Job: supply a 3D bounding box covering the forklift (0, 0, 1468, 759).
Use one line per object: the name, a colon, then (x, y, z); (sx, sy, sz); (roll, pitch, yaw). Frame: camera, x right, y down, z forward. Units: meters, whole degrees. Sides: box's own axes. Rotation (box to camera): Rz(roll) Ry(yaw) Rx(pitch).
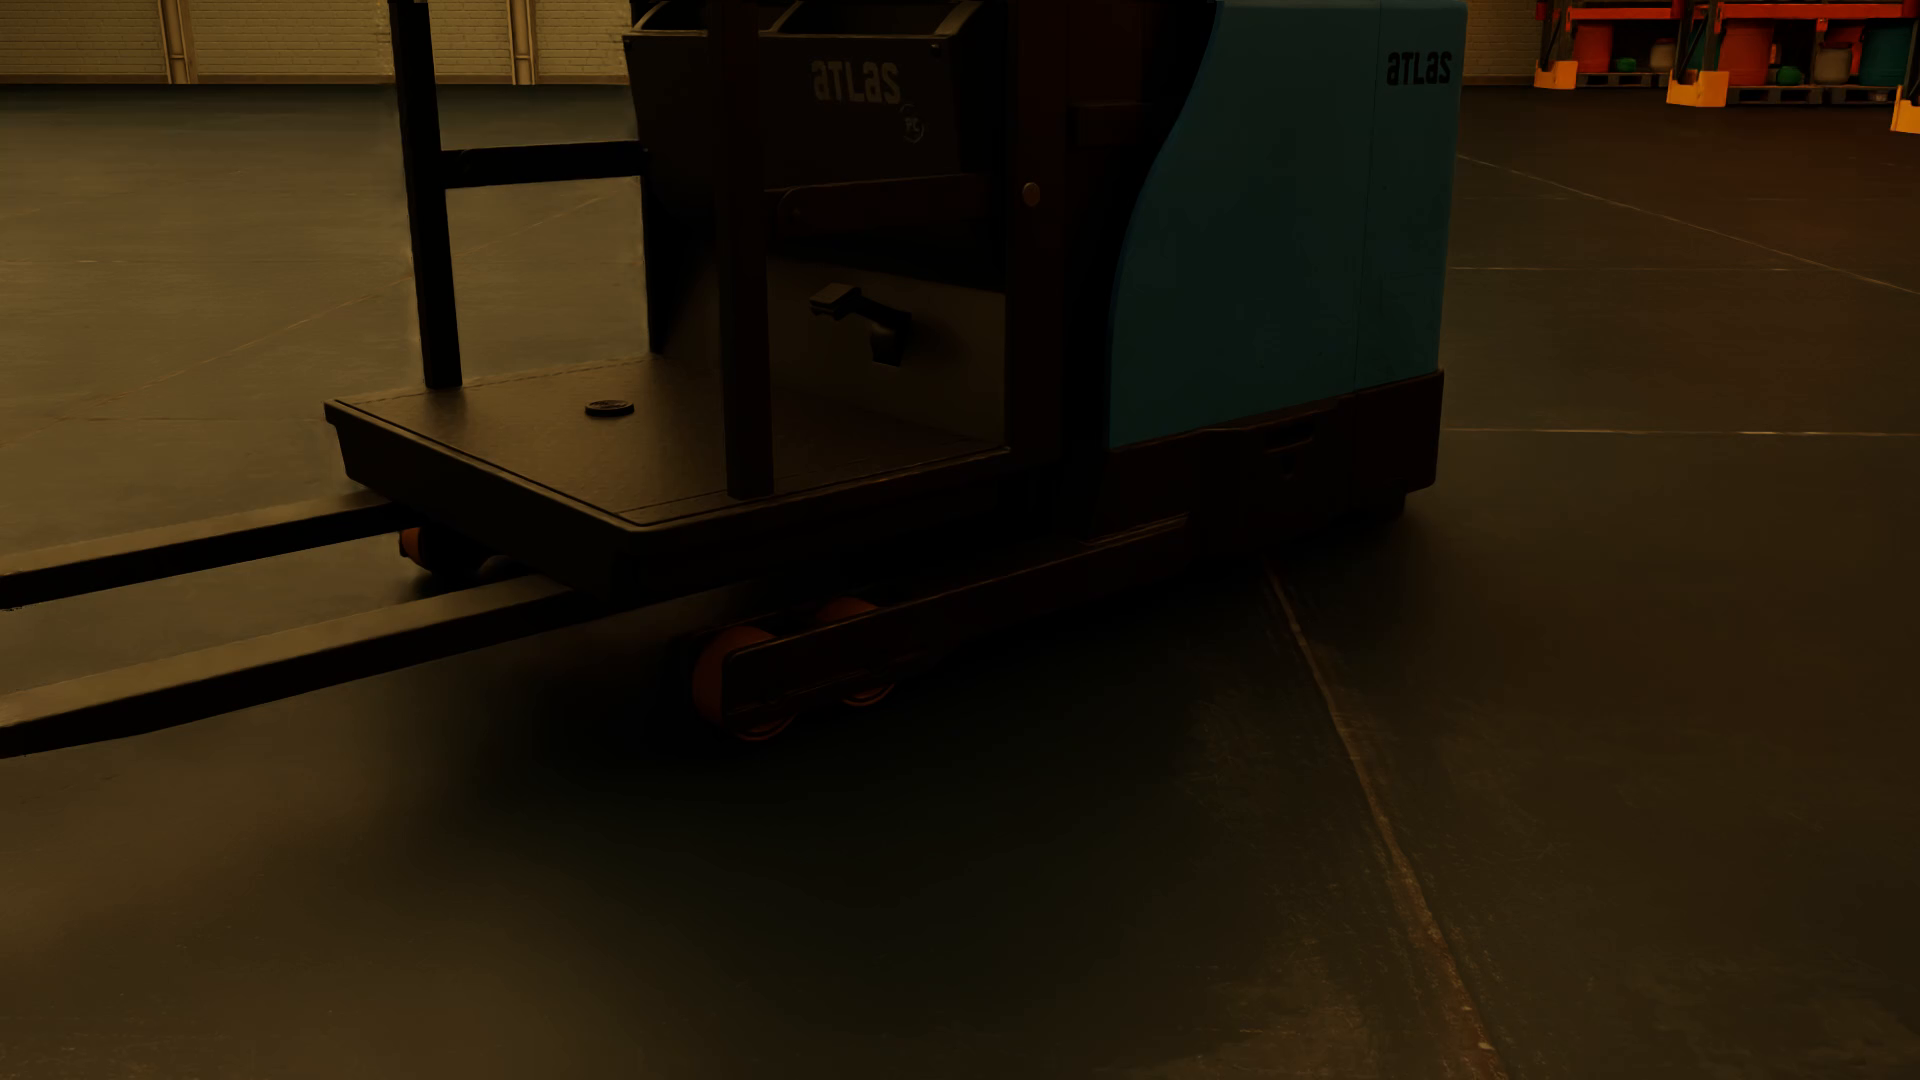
forklift: (-0.426, -1.280, 2.552); (3.031, 2.935, 1.130); (-15, 23, -39)
